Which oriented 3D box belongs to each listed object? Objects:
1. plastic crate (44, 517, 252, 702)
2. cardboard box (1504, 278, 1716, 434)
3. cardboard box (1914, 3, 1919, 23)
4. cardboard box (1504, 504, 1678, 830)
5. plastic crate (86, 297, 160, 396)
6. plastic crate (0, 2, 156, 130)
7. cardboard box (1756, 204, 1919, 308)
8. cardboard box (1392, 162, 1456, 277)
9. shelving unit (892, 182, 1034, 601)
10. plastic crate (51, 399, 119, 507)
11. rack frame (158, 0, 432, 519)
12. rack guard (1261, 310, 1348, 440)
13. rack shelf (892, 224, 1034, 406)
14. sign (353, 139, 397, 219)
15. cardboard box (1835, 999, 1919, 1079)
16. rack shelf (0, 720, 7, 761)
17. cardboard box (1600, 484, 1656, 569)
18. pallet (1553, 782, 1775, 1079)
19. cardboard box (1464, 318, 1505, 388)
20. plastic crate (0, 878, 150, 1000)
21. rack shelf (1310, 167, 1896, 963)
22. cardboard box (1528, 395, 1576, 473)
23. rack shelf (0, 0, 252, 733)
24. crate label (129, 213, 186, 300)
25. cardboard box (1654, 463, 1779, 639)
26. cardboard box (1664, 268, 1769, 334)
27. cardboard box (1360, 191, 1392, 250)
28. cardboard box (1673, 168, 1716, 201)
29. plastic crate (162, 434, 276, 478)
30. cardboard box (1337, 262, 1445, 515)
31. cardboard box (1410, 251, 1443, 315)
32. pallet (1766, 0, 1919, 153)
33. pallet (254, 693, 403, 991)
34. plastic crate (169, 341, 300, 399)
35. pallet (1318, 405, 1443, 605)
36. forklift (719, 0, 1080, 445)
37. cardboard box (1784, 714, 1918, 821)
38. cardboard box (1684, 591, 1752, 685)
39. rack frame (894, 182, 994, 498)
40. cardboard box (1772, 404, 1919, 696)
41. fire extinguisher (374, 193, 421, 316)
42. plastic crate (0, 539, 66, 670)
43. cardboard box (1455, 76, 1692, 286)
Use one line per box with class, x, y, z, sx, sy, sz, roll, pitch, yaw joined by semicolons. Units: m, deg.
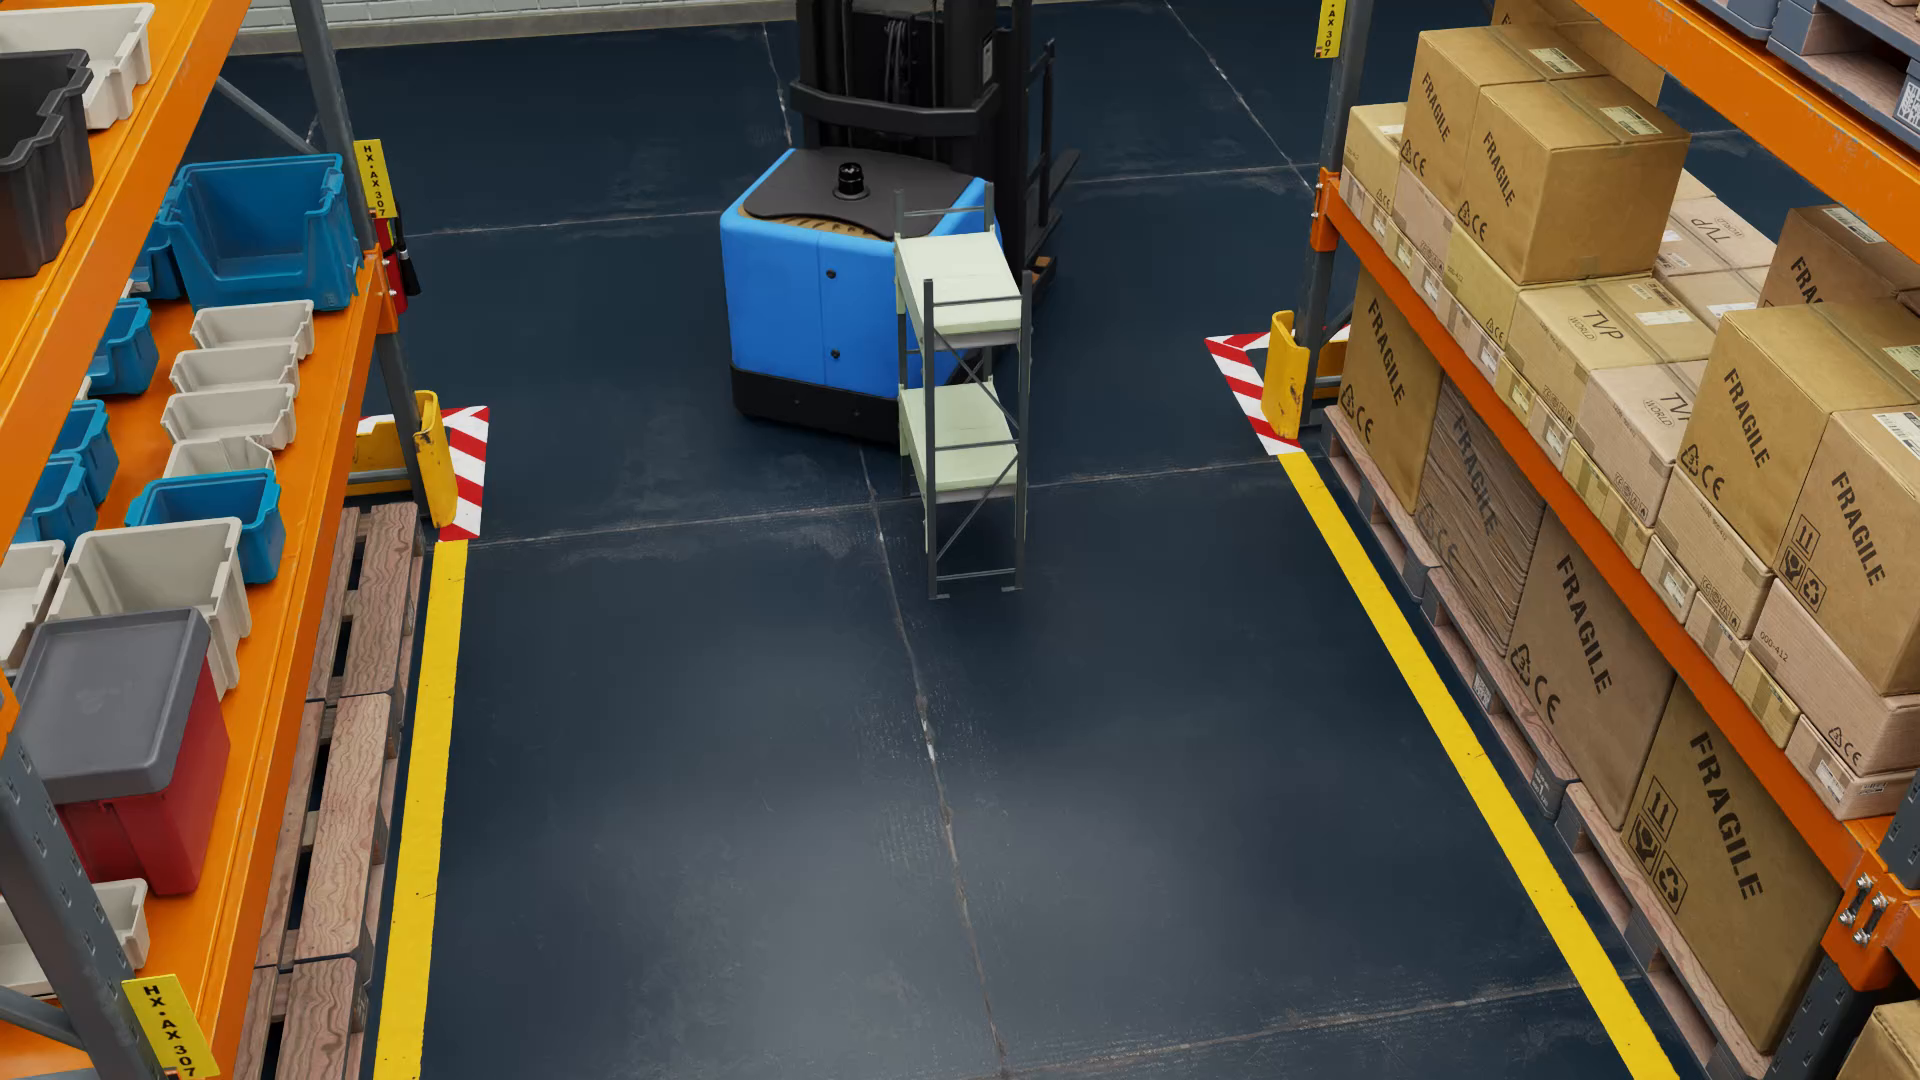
plastic crate;-2.202;0.226;4.562;0.437;0.282;0.530;-6;38;-8
cardboard box;2.157;-0.611;5.472;0.500;0.250;0.500;-7;38;-9
cardboard box;2.565;-1.283;3.507;0.700;0.500;0.500;-8;39;-11
cardboard box;2.566;0.335;5.764;0.875;0.875;0.875;-6;38;-8
plastic crate;-2.982;-0.646;5.725;0.416;0.233;0.300;-6;38;-8
plastic crate;-2.210;-1.130;4.030;0.437;0.136;0.530;-6;38;-8
cardboard box;2.754;-0.671;4.937;0.500;0.500;0.500;-7;38;-9
cardboard box;1.976;-1.230;6.268;0.500;0.250;0.500;-7;38;-9
shelving unit;0.001;-0.588;6.785;0.431;1.500;0.755;-6;38;-8
plastic crate;-2.867;-0.249;5.213;0.416;0.233;0.300;-6;38;-8
rack frame;-2.817;-1.271;6.441;1.000;3.000;0.127;-6;38;-8
rack guard;2.056;-0.831;7.912;1.175;0.500;0.348;-6;38;-8
rack shelf;0.001;-0.896;6.545;0.431;0.370;0.720;-6;38;-8
sign;-2.278;-1.404;6.480;0.100;0.325;0.005;-6;38;-8
cardboard box;2.893;1.670;4.045;1.225;0.875;0.875;-6;38;-8
rack shelf;-1.765;1.452;1.077;1.077;0.370;4.000;-6;38;-8
cardboard box;2.204;-0.059;5.086;0.380;0.149;0.250;-6;38;-7
pallet;2.705;1.246;5.475;1.003;0.211;1.213;-6;38;-8
cardboard box;2.025;-0.678;5.883;0.380;0.149;0.250;-7;38;-8
plastic crate;-2.056;0.929;3.775;0.396;0.136;0.243;-6;38;-8
rack shelf;2.410;-0.312;5.793;1.077;0.370;4.000;-6;38;-8
cardboard box;2.116;-0.368;5.483;0.380;0.149;0.250;-6;38;-7
rack shelf;-2.466;-0.964;4.187;1.077;0.370;4.000;-6;38;-8
crate label;-3.097;-1.044;6.237;0.416;0.233;0.303;-6;38;-8
cardboard box;2.332;0.003;4.681;0.500;0.250;0.500;-5;38;-7
cardboard box;2.679;-0.670;5.547;0.500;0.250;0.500;-6;38;-8
cardboard box;1.843;-1.300;6.683;0.380;0.149;0.250;-7;38;-9
cardboard box;2.494;-1.291;6.347;0.500;0.250;0.500;-7;38;-9
plastic crate;-2.316;-0.199;5.227;0.298;0.136;0.250;-6;38;-8
cardboard box;2.251;-0.753;7.163;0.875;0.875;0.875;-6;38;-8
cardboard box;1.936;-0.988;6.281;0.380;0.149;0.250;-7;38;-9
pallet;2.628;-1.033;3.762;1.003;0.211;1.213;-6;38;-8
pallet;-2.500;1.068;5.704;1.003;0.211;1.213;-6;38;-8
plastic crate;-2.459;-0.541;5.667;0.396;0.136;0.243;-6;38;-8
pallet;2.277;-0.228;7.372;1.003;0.211;1.213;-6;38;-8
forklift;-0.113;-2.489;8.065;1.130;2.935;3.031;12;40;15
cardboard box;2.385;0.562;4.286;0.380;0.149;0.250;-6;38;-8
cardboard box;2.295;0.252;4.685;0.380;0.149;0.250;-7;38;-9
rack frame;-0.063;-0.809;7.069;0.400;1.500;0.023;-6;38;-8
cardboard box;2.417;0.009;4.062;0.500;0.500;0.500;-5;38;-7
fire extinguisher;-2.396;-1.233;6.759;0.296;0.674;0.183;-6;38;-8
plastic crate;-2.716;0.206;4.706;0.293;0.136;0.466;-6;38;-8
cardboard box;2.062;-1.225;5.650;0.500;0.500;0.500;-7;38;-9
